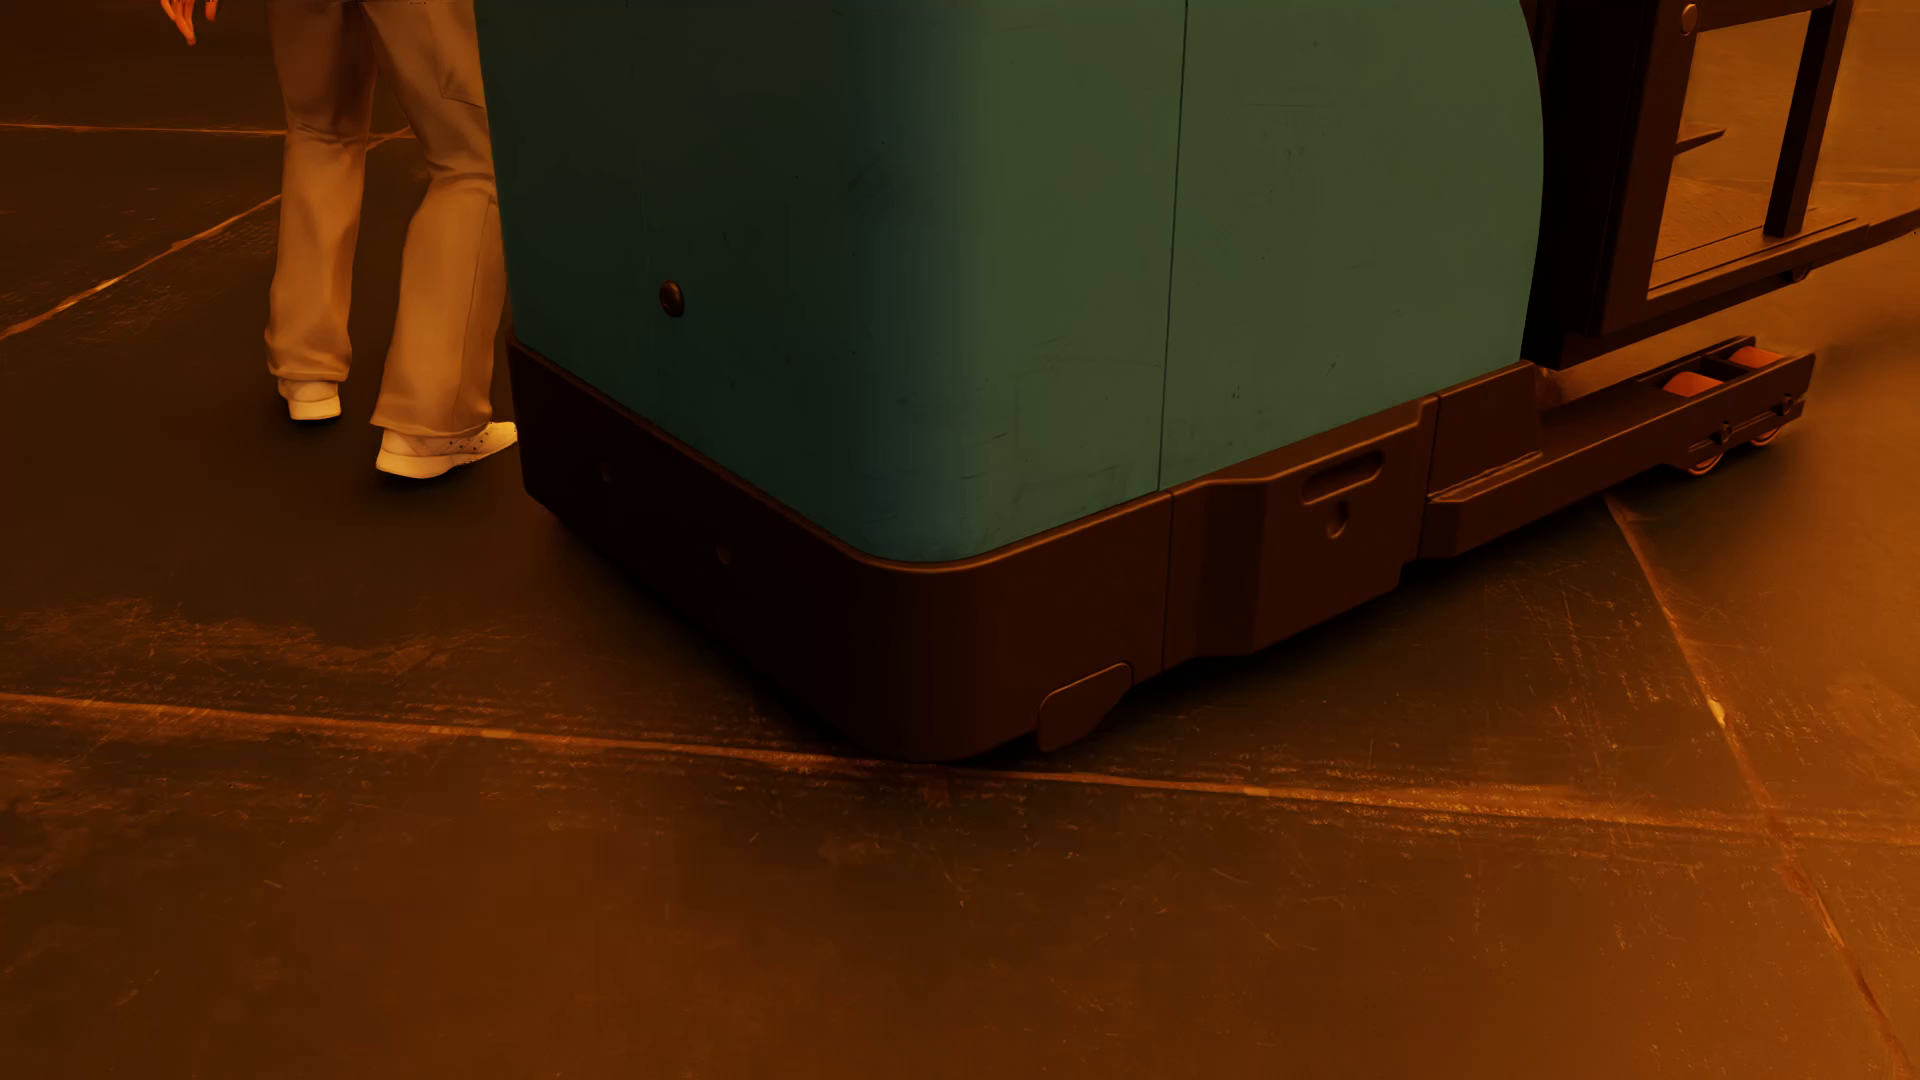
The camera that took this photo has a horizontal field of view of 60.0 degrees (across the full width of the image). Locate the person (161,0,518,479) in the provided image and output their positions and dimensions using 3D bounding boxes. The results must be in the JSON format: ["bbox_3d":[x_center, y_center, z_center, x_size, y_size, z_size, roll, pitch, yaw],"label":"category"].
[{"bbox_3d":[-0.944,-0.901,2.540,0.780,1.648,0.442,11,29,21],"label":"person"}]

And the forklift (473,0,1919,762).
[{"bbox_3d":[0.812,-1.583,2.389,3.031,2.935,1.130,-19,32,-34],"label":"forklift"}]
